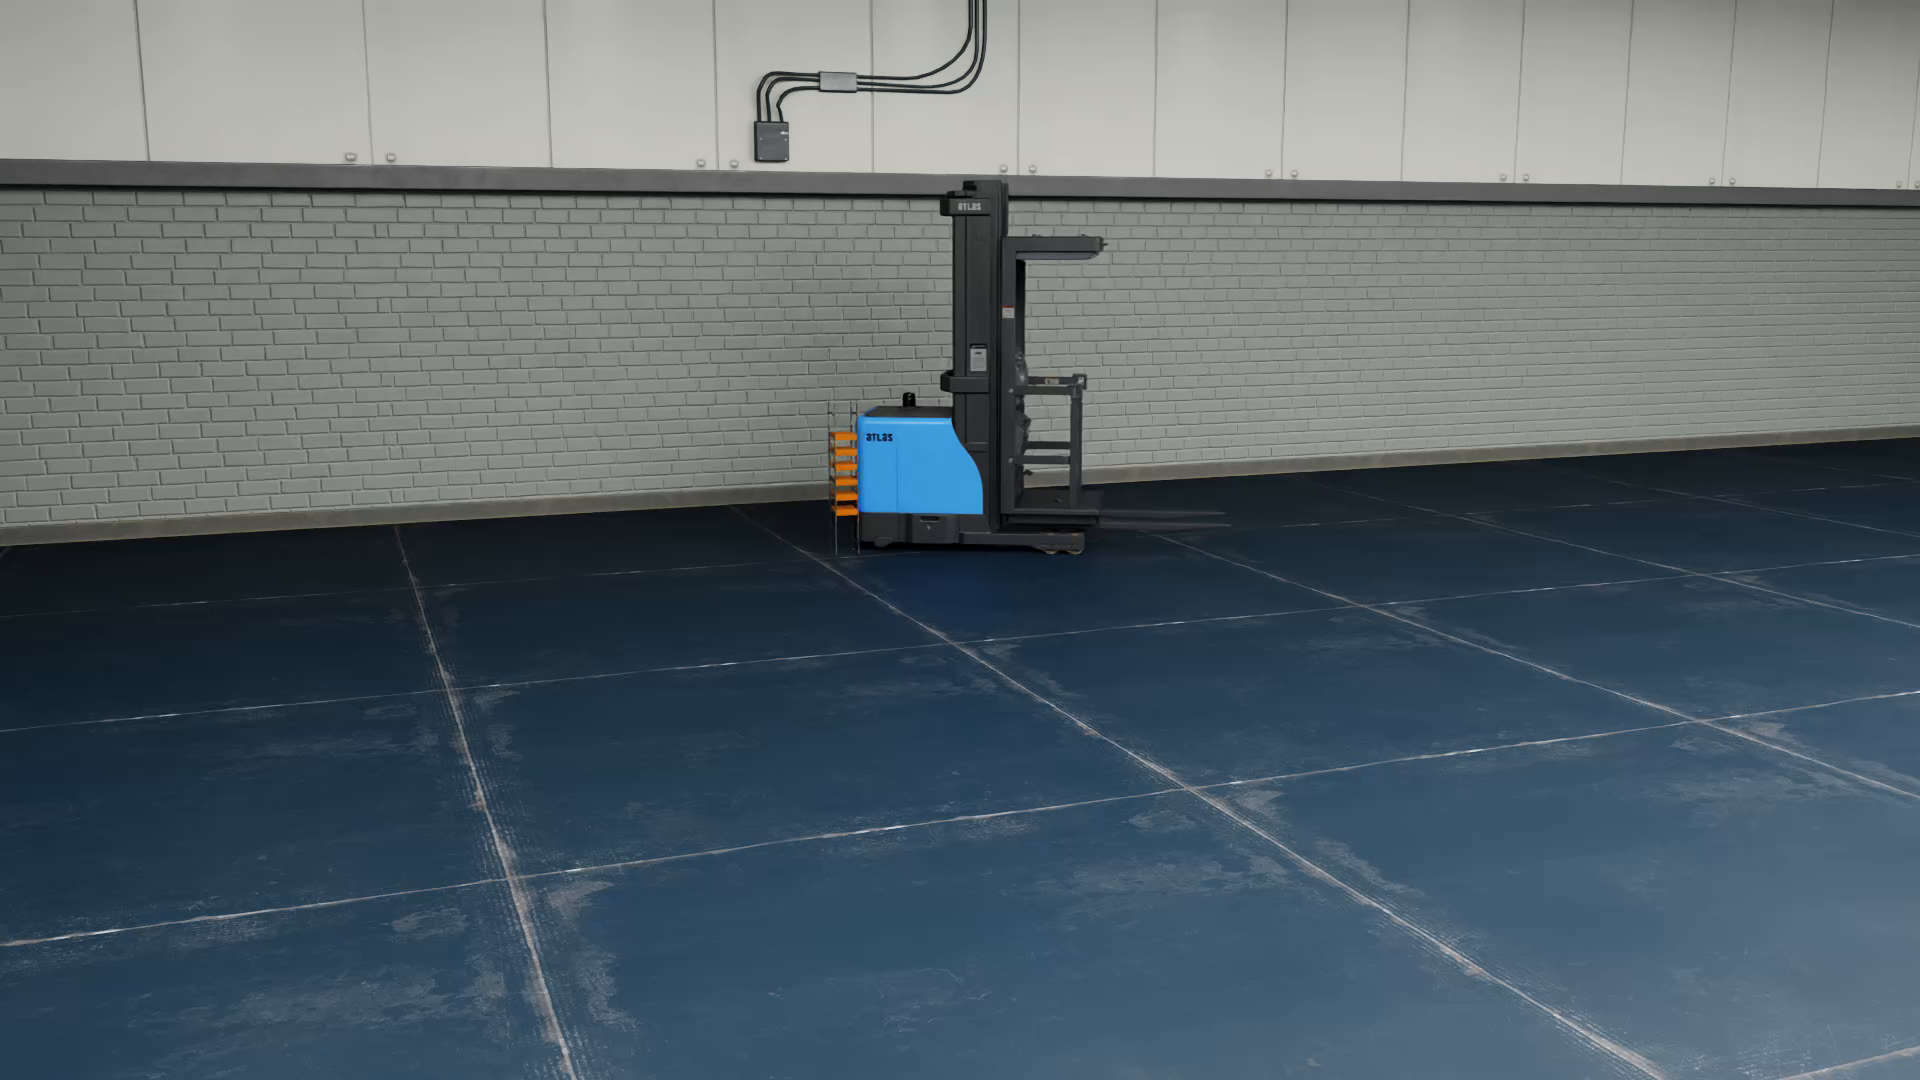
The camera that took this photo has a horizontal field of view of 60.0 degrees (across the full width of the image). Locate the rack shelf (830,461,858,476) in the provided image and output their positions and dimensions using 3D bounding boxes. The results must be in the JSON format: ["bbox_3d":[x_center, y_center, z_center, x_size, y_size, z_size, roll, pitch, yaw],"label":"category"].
[{"bbox_3d":[-0.932,-0.572,13.276,0.180,0.103,0.258,-3,11,-16],"label":"rack shelf"}]

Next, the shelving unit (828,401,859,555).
[{"bbox_3d":[-0.931,-0.497,13.289,0.189,1.200,0.258,-3,11,-16],"label":"shelving unit"}]

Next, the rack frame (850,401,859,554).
[{"bbox_3d":[-0.844,-0.502,13.315,0.006,1.200,0.240,-3,11,-16],"label":"rack frame"}]

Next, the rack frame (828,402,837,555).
[{"bbox_3d":[-1.019,-0.493,13.264,0.006,1.200,0.240,-3,11,-16],"label":"rack frame"}]

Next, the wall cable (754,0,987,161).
[{"bbox_3d":[-0.801,-6.526,15.203,2.305,6.003,0.169,-4,11,-21],"label":"wall cable"}]

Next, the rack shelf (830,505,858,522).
[{"bbox_3d":[-0.931,-0.217,13.339,0.180,0.103,0.258,-3,11,-16],"label":"rack shelf"}]

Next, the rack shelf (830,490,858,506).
[{"bbox_3d":[-0.931,-0.335,13.318,0.180,0.103,0.258,-3,11,-16],"label":"rack shelf"}]

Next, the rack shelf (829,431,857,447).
[{"bbox_3d":[-0.932,-0.808,13.234,0.180,0.103,0.258,-3,11,-16],"label":"rack shelf"}]

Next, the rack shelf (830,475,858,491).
[{"bbox_3d":[-0.931,-0.454,13.297,0.180,0.103,0.258,-3,11,-16],"label":"rack shelf"}]

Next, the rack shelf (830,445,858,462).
[{"bbox_3d":[-0.932,-0.690,13.255,0.180,0.103,0.258,-3,11,-16],"label":"rack shelf"}]

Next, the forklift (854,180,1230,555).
[{"bbox_3d":[0.690,-1.424,13.556,3.031,2.935,1.130,1,10,6],"label":"forklift"}]
